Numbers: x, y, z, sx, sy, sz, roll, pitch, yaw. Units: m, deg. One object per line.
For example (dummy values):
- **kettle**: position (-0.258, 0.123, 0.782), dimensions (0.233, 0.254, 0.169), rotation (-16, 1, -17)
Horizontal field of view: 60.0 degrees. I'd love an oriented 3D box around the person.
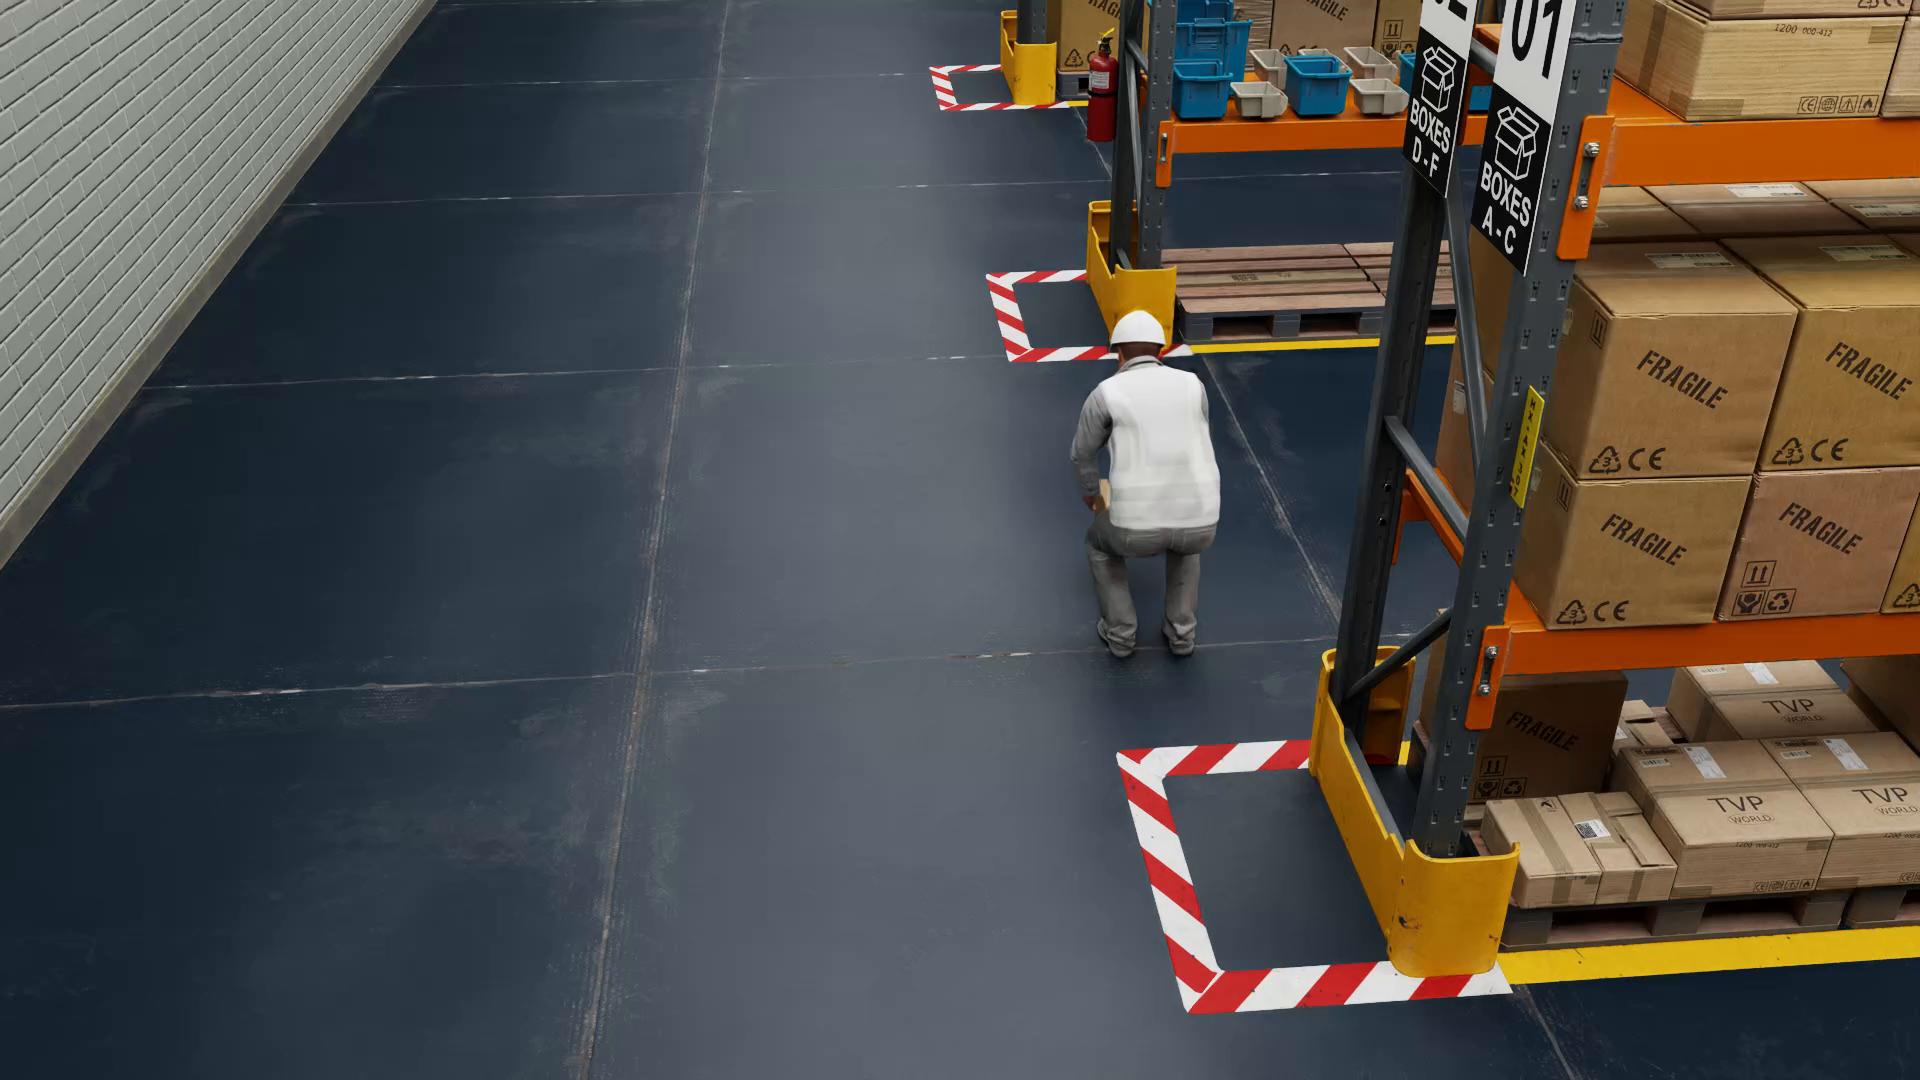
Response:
- **person**: position (0.755, -0.196, 6.838), dimensions (0.590, 1.363, 0.797), rotation (-3, 31, -4)
